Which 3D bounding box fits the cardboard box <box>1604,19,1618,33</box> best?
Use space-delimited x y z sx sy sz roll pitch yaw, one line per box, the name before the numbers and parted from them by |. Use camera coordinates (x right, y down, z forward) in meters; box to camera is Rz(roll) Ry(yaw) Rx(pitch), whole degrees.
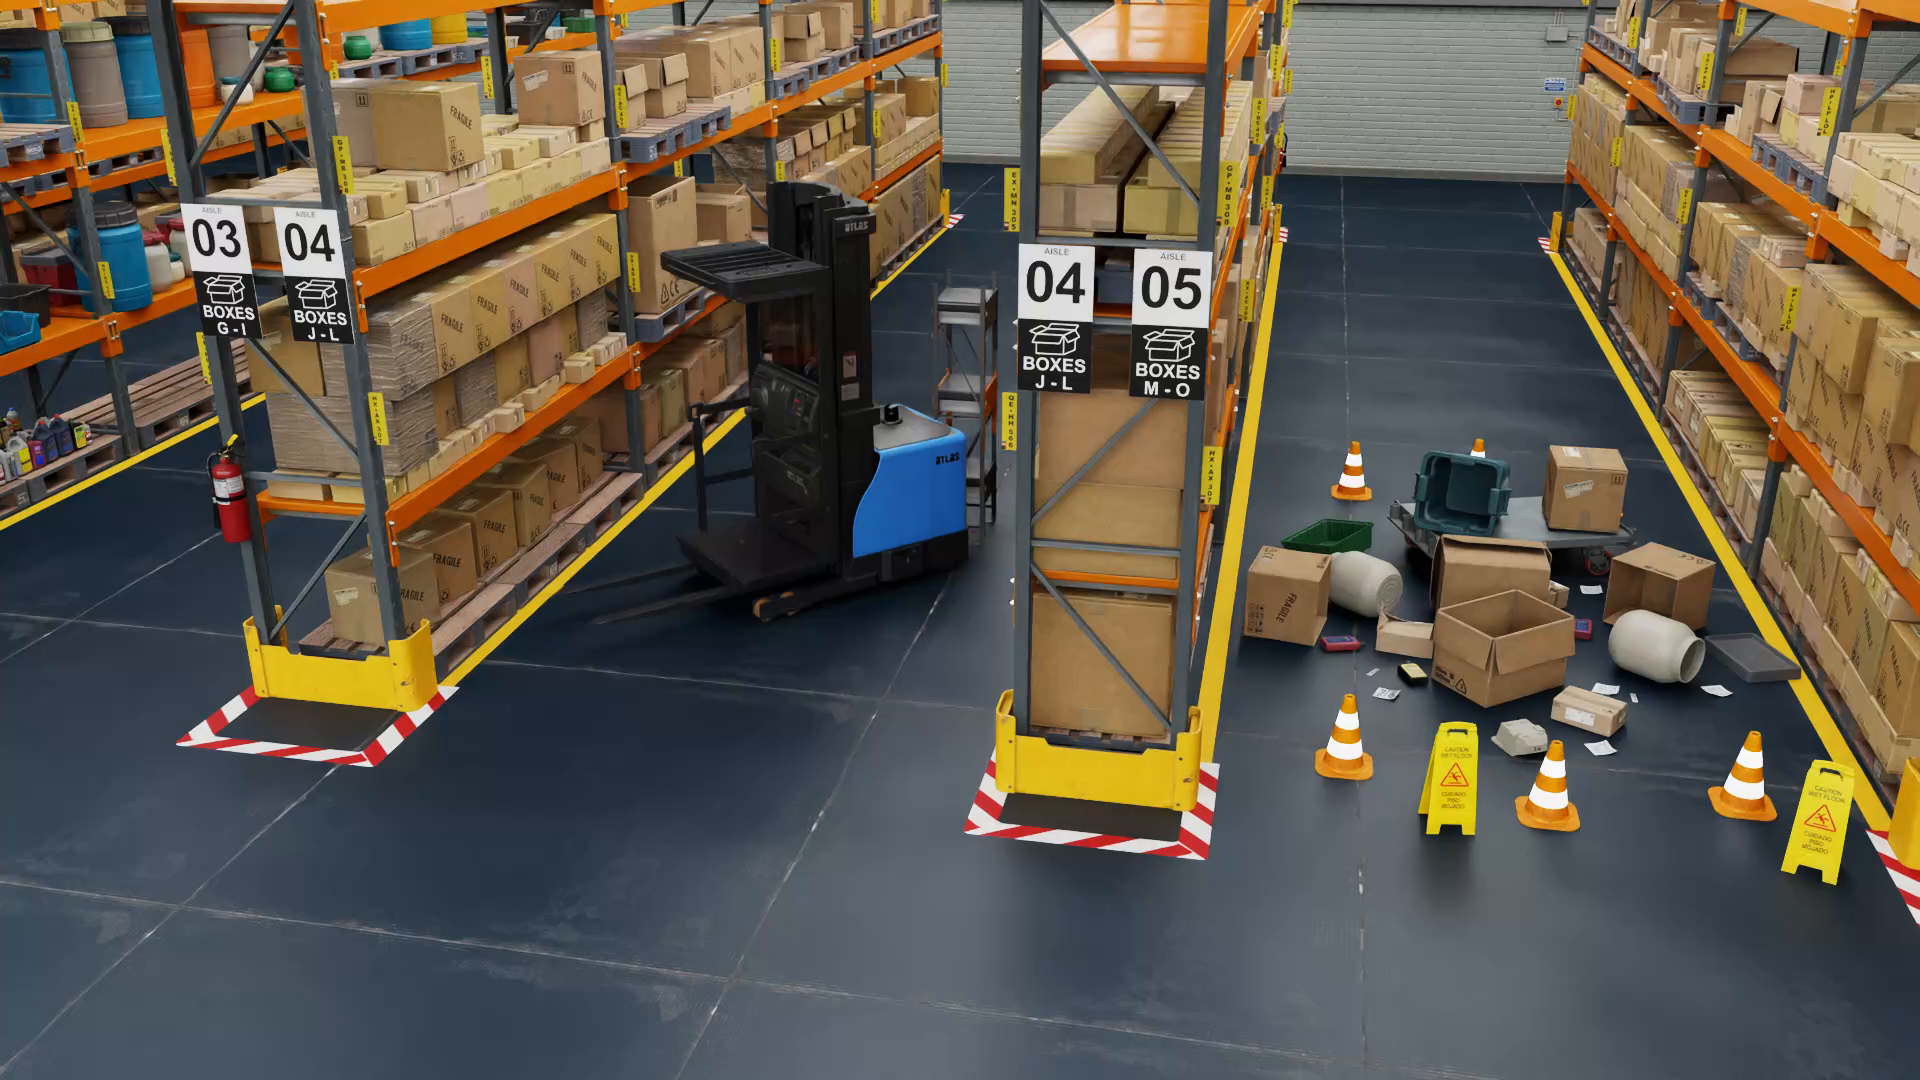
cardboard box | 8.492 -6.599 21.349 0.380 0.149 0.250 5 23 13

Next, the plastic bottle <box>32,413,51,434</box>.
plastic bottle | -8.050 -0.937 14.621 0.144 0.351 0.185 4 22 11

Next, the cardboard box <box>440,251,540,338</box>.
cardboard box | -3.343 -1.745 11.800 0.500 0.500 0.500 4 22 11

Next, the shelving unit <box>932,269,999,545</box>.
shelving unit | 0.045 -1.038 13.118 0.431 2.100 0.503 4 22 11

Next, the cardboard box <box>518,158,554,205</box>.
cardboard box | -3.264 -2.589 11.951 0.500 0.250 0.500 4 22 11

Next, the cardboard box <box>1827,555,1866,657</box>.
cardboard box | 5.796 0.433 10.379 0.500 0.500 0.500 4 22 10

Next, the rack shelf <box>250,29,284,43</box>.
rack shelf | -10.868 -7.302 24.416 1.077 0.370 4.000 4 22 11

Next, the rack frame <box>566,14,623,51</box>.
rack frame | -5.611 -6.597 25.718 1.000 3.000 0.127 4 22 11

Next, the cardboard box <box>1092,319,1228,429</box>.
cardboard box | 1.191 -1.058 10.320 0.875 0.550 0.550 4 22 11

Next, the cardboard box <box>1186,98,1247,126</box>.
cardboard box | 1.656 -2.773 10.780 0.380 0.149 0.250 5 22 11

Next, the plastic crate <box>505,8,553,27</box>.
plastic crate | -6.192 -7.421 23.834 0.504 0.338 0.767 4 22 11

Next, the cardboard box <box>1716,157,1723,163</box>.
cardboard box | 7.859 -3.580 16.755 0.500 0.500 0.500 5 22 12

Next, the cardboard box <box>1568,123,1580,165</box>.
cardboard box | 8.560 -5.356 22.504 0.500 0.500 0.500 4 22 10

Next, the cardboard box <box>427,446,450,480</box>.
cardboard box | -3.600 -0.517 10.959 0.380 0.149 0.250 4 22 11

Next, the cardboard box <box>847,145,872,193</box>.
cardboard box | -1.407 -4.611 20.653 0.500 0.500 0.500 5 22 11

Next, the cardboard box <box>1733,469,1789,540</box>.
cardboard box | 6.595 -0.243 12.897 0.950 0.372 0.625 5 22 12

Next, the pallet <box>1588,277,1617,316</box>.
pallet | 8.355 -2.979 20.469 1.003 0.211 1.213 4 22 11

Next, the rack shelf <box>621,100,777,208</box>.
rack shelf | -2.803 -3.620 15.273 1.077 0.370 4.000 4 22 11

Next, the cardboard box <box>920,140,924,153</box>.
cardboard box | -0.720 -5.574 23.514 0.380 0.149 0.250 4 22 10

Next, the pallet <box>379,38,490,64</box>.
pallet | -6.492 -6.143 20.830 1.213 0.211 1.003 4 22 11

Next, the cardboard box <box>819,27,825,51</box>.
cardboard box | -1.891 -5.907 19.546 0.500 0.311 0.500 4 22 9

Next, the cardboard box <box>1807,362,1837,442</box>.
cardboard box | 6.048 -0.934 11.126 0.500 0.500 0.500 4 22 11

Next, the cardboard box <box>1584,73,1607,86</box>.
cardboard box | 8.596 -6.166 22.308 0.380 0.149 0.250 5 22 12

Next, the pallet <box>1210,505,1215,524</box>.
pallet | 1.708 -0.410 14.088 1.003 0.211 1.213 4 22 11

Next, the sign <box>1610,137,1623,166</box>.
sign | 7.579 -4.481 19.199 0.100 0.325 0.005 4 22 11

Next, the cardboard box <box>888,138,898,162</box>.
cardboard box | -1.120 -5.158 21.948 0.500 0.250 0.500 4 22 11

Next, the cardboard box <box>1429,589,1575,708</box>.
cardboard box | 3.554 0.711 10.916 0.797 0.503 0.637 -11 25 -26

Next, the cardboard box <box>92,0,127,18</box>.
cardboard box | -11.451 -7.013 21.907 0.600 0.600 0.600 2 22 6

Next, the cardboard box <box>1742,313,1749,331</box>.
cardboard box | 6.548 -1.734 13.419 0.380 0.149 0.250 4 22 11

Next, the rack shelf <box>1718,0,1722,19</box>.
rack shelf | 7.715 -5.533 16.544 1.077 0.370 4.000 4 22 11

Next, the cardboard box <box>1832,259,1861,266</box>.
cardboard box | 7.083 -1.967 13.128 0.500 0.500 0.500 4 22 11

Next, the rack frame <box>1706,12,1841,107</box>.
rack frame | 7.307 -5.321 14.519 1.000 3.000 0.127 4 22 11

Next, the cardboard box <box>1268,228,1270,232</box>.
cardboard box | 3.977 -4.127 22.441 0.380 0.149 0.250 6 23 14

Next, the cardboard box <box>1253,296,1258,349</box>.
cardboard box | 2.934 -2.337 17.925 0.500 0.500 0.500 5 22 12

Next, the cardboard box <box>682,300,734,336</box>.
cardboard box | -2.600 -2.244 16.663 0.500 0.250 0.500 7 23 17

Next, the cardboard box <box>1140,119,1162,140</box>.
cardboard box | 1.046 -2.590 10.860 0.500 0.250 0.500 4 22 10

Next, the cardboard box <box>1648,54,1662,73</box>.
cardboard box | 7.522 -5.042 17.594 0.380 0.166 0.250 3 22 7

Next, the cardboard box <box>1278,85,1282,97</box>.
cardboard box | 3.811 -5.508 21.145 0.500 0.500 0.500 5 22 12

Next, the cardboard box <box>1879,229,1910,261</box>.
cardboard box | 5.838 -1.790 10.103 0.380 0.149 0.250 4 22 10

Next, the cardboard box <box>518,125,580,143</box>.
cardboard box | -3.138 -3.105 12.701 0.380 0.149 0.250 5 22 12

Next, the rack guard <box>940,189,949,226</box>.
rack guard | -0.757 -5.068 25.269 1.175 0.500 0.348 4 22 11

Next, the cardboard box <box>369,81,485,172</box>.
cardboard box | -3.460 -2.698 10.820 0.500 0.500 0.500 4 22 11

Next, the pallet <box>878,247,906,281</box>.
pallet | -1.347 -3.735 22.344 1.003 0.211 1.213 4 22 11

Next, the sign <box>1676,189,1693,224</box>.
sign | 6.763 -3.116 15.526 0.100 0.325 0.005 4 22 11

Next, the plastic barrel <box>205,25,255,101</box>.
plastic barrel | -7.624 -5.011 17.094 0.600 0.901 0.600 0 22 0

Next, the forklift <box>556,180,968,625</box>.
forklift | -1.440 -1.001 11.915 3.031 2.935 1.130 -14 26 -32

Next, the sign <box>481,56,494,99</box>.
sign | -3.755 -3.685 13.254 0.100 0.325 0.005 4 22 11

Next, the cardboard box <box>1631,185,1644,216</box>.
cardboard box | 7.549 -3.648 17.929 0.500 0.250 0.500 5 22 12

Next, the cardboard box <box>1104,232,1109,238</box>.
cardboard box | 0.648 -1.802 9.438 0.380 0.149 0.250 5 22 12

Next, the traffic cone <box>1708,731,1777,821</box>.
traffic cone | 4.499 1.309 9.484 0.336 0.463 0.334 4 22 11

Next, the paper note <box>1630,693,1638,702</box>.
paper note | 4.377 1.025 10.795 0.032 0.001 0.123 4 22 11

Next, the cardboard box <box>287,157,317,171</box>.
cardboard box | -10.329 -5.803 26.503 0.500 0.500 0.500 4 22 11

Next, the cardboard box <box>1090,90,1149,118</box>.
cardboard box | 1.063 -2.915 11.135 0.380 0.149 0.250 4 22 10

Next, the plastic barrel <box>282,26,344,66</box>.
plastic barrel | -7.125 -5.664 18.249 0.600 0.830 0.708 4 22 11

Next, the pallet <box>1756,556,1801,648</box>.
pallet | 6.388 0.467 11.912 1.003 0.211 1.213 4 22 11
